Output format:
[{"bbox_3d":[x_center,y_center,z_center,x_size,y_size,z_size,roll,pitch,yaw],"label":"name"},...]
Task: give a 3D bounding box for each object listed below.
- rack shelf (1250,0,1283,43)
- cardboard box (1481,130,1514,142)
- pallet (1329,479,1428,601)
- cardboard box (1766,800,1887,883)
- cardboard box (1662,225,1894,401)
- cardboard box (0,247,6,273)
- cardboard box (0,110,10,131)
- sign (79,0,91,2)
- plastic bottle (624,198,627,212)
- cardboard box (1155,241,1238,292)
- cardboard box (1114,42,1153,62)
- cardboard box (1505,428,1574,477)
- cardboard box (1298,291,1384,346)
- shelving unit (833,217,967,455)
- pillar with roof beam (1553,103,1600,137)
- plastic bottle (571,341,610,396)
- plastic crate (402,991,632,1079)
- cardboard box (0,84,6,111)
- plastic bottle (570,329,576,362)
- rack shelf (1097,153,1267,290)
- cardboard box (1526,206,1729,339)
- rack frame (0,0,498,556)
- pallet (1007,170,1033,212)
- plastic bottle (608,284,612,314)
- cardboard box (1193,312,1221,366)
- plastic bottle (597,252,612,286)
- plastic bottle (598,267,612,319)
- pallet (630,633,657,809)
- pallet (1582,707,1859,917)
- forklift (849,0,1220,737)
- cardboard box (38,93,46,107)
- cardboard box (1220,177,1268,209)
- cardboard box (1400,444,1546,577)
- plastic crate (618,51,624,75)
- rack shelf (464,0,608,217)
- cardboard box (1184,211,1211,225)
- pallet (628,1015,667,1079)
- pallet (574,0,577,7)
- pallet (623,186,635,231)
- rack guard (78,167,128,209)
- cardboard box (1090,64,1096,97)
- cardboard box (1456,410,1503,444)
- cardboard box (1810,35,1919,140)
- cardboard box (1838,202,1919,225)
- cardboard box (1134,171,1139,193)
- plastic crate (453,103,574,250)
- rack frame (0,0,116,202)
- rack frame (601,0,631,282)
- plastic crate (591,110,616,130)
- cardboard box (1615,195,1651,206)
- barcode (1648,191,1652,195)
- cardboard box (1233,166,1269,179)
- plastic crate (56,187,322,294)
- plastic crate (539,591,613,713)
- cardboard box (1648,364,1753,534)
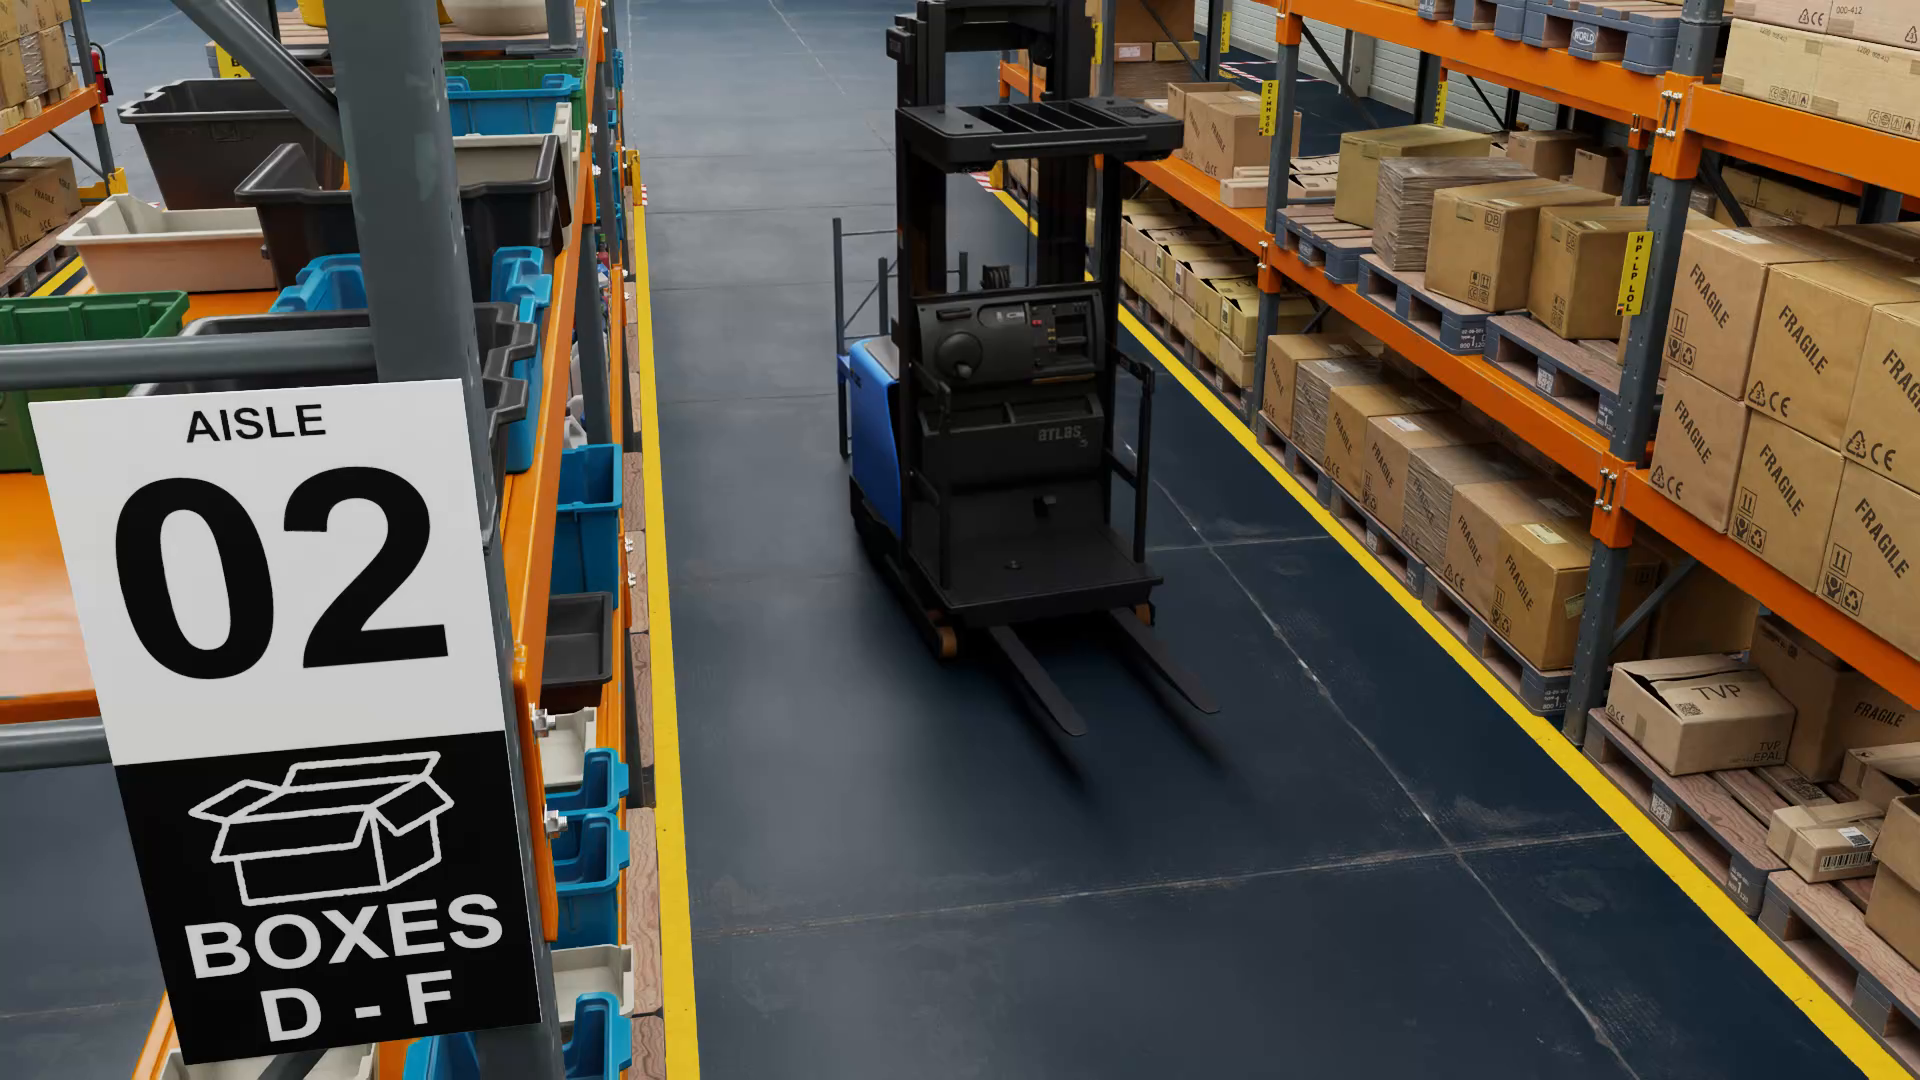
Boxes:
[{"bbox_3d":[2.031,-3.941,11.676,1.077,0.370,4.000,-4,24,-10],"label":"rack shelf"},{"bbox_3d":[5.829,-4.314,18.190,0.500,0.311,0.500,-7,25,-16],"label":"cardboard box"},{"bbox_3d":[2.724,-0.056,9.114,1.003,0.211,1.213,-4,24,-10],"label":"pallet"},{"bbox_3d":[3.176,1.082,6.016,0.380,0.166,0.250,-4,24,-10],"label":"cardboard box"},{"bbox_3d":[2.951,-0.834,6.037,0.500,0.500,0.500,-4,24,-8],"label":"cardboard box"},{"bbox_3d":[-8.223,-2.383,13.556,0.500,0.500,0.500,3,24,7],"label":"cardboard box"},{"bbox_3d":[-8.074,-3.432,13.675,0.380,0.149,0.250,-4,24,-10],"label":"cardboard box"},{"bbox_3d":[-8.265,-5.233,15.642,0.100,0.325,0.005,-4,24,-10],"label":"sign"},{"bbox_3d":[-3.157,-3.053,15.346,0.152,0.276,0.135,-4,24,-9],"label":"plastic bottle"},{"bbox_3d":[1.779,-2.086,12.489,0.500,0.311,0.500,-4,24,-8],"label":"cardboard box"},{"bbox_3d":[1.401,-4.117,13.992,0.380,0.149,0.250,-4,24,-10],"label":"cardboard box"},{"bbox_3d":[3.106,-0.537,8.368,0.500,0.250,0.500,-4,24,-10],"label":"cardboard box"},{"bbox_3d":[2.593,-1.526,11.207,0.500,0.311,0.500,-4,24,-8],"label":"cardboard box"},{"bbox_3d":[-0.359,-1.064,9.813,0.538,1.500,1.048,-7,25,-16],"label":"shelving unit"},{"bbox_3d":[2.538,-7.843,15.965,9.100,9.000,0.400,-4,24,-10],"label":"pillar with roof beam"},{"bbox_3d":[-1.653,-0.779,7.442,0.152,0.276,0.135,-4,24,-10],"label":"plastic bottle"},{"bbox_3d":[-0.832,1.072,3.183,0.416,0.233,0.300,-4,24,-10],"label":"plastic crate"},{"bbox_3d":[-8.346,-3.703,13.484,0.875,0.500,0.500,-4,24,-10],"label":"cardboard box"},{"bbox_3d":[-1.825,-0.891,7.703,0.097,0.271,0.097,0,24,0],"label":"plastic bottle"},{"bbox_3d":[2.031,-2.566,12.276,1.077,0.370,4.000,-4,24,-10],"label":"rack shelf"},{"bbox_3d":[3.084,-1.243,7.698,0.700,0.500,0.500,-1,24,-1],"label":"cardboard box"},{"bbox_3d":[-0.988,-1.346,1.090,1.000,3.000,0.127,-4,24,-10],"label":"rack frame"},{"bbox_3d":[1.104,-3.680,17.412,1.003,0.211,1.213,-4,24,-10],"label":"pallet"},{"bbox_3d":[-1.873,-1.273,8.665,0.097,0.201,0.097,0,24,0],"label":"plastic bottle"},{"bbox_3d":[1.965,-1.433,11.693,0.500,0.250,0.500,-5,24,-10],"label":"cardboard box"},{"bbox_3d":[-1.970,-1.479,9.136,0.097,0.201,0.097,0,24,0],"label":"plastic bottle"},{"bbox_3d":[-1.855,-1.267,8.563,0.097,0.271,0.097,0,24,0],"label":"plastic bottle"},{"bbox_3d":[-1.830,0.801,7.153,1.003,0.211,1.213,-4,24,-10],"label":"pallet"},{"bbox_3d":[3.267,1.013,6.668,1.003,0.211,1.213,-4,24,-10],"label":"pallet"},{"bbox_3d":[0.318,-0.950,7.762,1.130,2.935,3.031,-7,25,-16],"label":"forklift"},{"bbox_3d":[-8.380,-3.918,14.788,0.380,0.149,0.250,-4,24,-10],"label":"cardboard box"},{"bbox_3d":[1.963,-2.327,11.145,0.380,0.149,0.250,-4,24,-10],"label":"cardboard box"},{"bbox_3d":[2.592,-0.157,8.435,0.500,0.500,0.500,-4,24,-9],"label":"cardboard box"},{"bbox_3d":[-3.560,-4.648,16.330,0.499,0.251,0.616,-4,24,-10],"label":"plastic crate"},{"bbox_3d":[-2.098,-2.002,7.238,1.077,0.370,4.000,-4,24,-10],"label":"rack shelf"},{"bbox_3d":[2.121,-2.529,13.504,0.500,0.311,0.500,-4,24,-8],"label":"cardboard box"},{"bbox_3d":[-1.325,1.875,4.694,1.003,0.211,1.213,-4,24,-10],"label":"pallet"},{"bbox_3d":[-2.422,-2.724,8.227,1.003,0.211,1.213,-4,24,-10],"label":"pallet"},{"bbox_3d":[-3.742,-3.266,16.465,1.003,0.211,1.213,-4,24,-10],"label":"pallet"},{"bbox_3d":[-8.800,-3.349,16.293,1.175,0.500,0.348,-4,24,-10],"label":"rack guard"},{"bbox_3d":[1.469,-4.109,14.786,0.700,0.500,0.500,-5,24,-10],"label":"cardboard box"},{"bbox_3d":[3.003,-0.405,9.003,0.500,0.500,0.500,-5,24,-12],"label":"cardboard box"},{"bbox_3d":[3.076,-1.435,5.227,0.500,0.250,0.500,-4,24,-10],"label":"cardboard box"},{"bbox_3d":[7.041,-2.385,12.600,0.500,0.250,0.500,-4,24,-9],"label":"cardboard box"},{"bbox_3d":[1.783,-3.360,15.169,0.500,0.500,0.500,-4,24,-10],"label":"cardboard box"},{"bbox_3d":[-1.095,-0.812,3.762,0.437,0.282,0.530,-4,24,-10],"label":"plastic crate"},{"bbox_3d":[-8.814,-4.524,15.861,1.000,3.000,0.127,-4,24,-10],"label":"rack frame"},{"bbox_3d":[-3.207,-3.317,13.098,1.000,3.000,0.127,-4,24,-10],"label":"rack frame"},{"bbox_3d":[-2.697,-2.899,12.160,0.392,0.384,0.575,-4,24,-10],"label":"plastic crate"},{"bbox_3d":[6.401,-3.162,15.732,0.380,0.166,0.250,-8,25,-17],"label":"cardboard box"},{"bbox_3d":[6.667,-3.335,16.061,0.001,0.075,0.075,-4,24,-10],"label":"barcode"},{"bbox_3d":[2.110,-2.491,11.520,0.380,0.149,0.250,-3,24,-6],"label":"cardboard box"},{"bbox_3d":[-1.614,-0.645,3.562,0.437,0.136,0.530,-4,24,-10],"label":"plastic crate"},{"bbox_3d":[-1.257,0.348,4.973,0.437,0.125,0.590,-4,24,-10],"label":"plastic crate"},{"bbox_3d":[2.967,-0.361,6.203,0.500,0.500,0.500,-4,24,-8],"label":"cardboard box"}]
